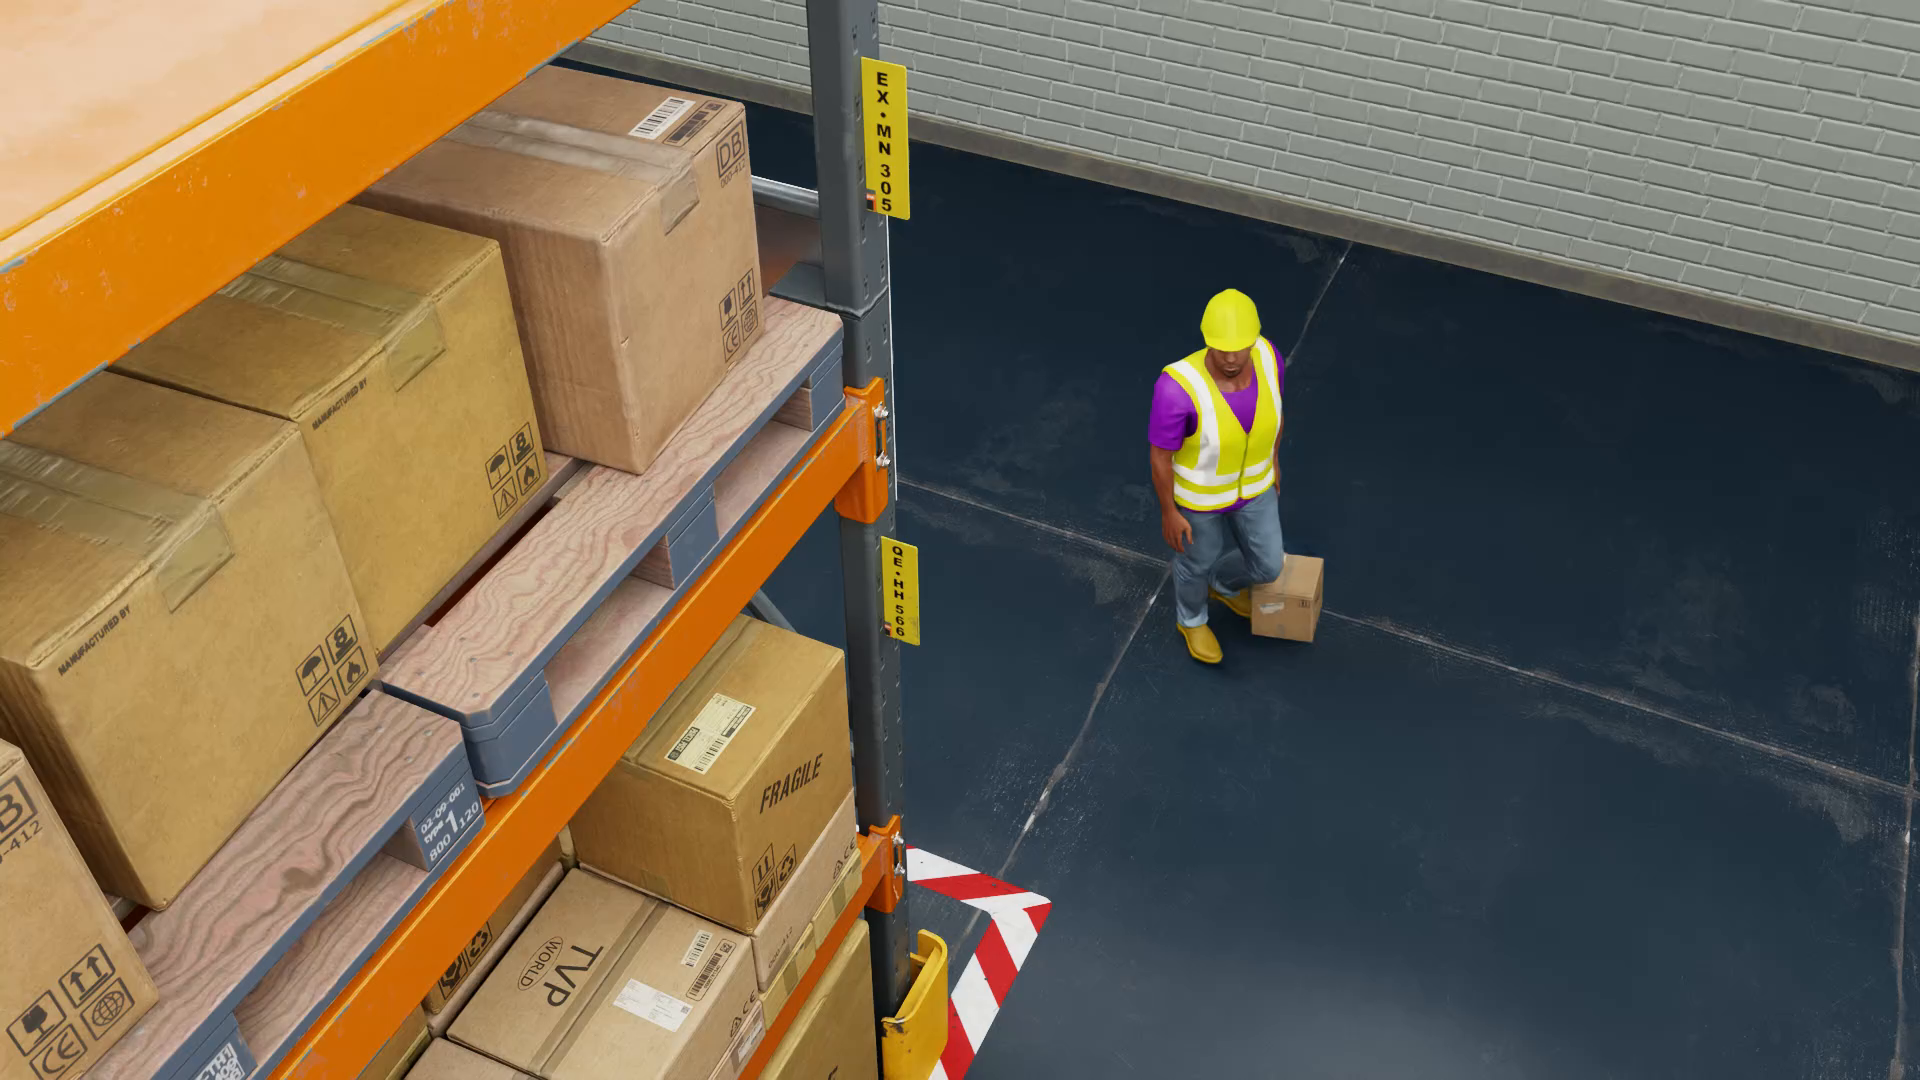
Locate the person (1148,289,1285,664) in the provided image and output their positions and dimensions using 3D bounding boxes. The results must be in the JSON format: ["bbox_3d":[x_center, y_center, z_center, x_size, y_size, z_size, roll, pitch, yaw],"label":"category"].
[{"bbox_3d":[0.997,-0.216,6.370,0.650,1.763,0.435,-16,44,-17],"label":"person"}]
